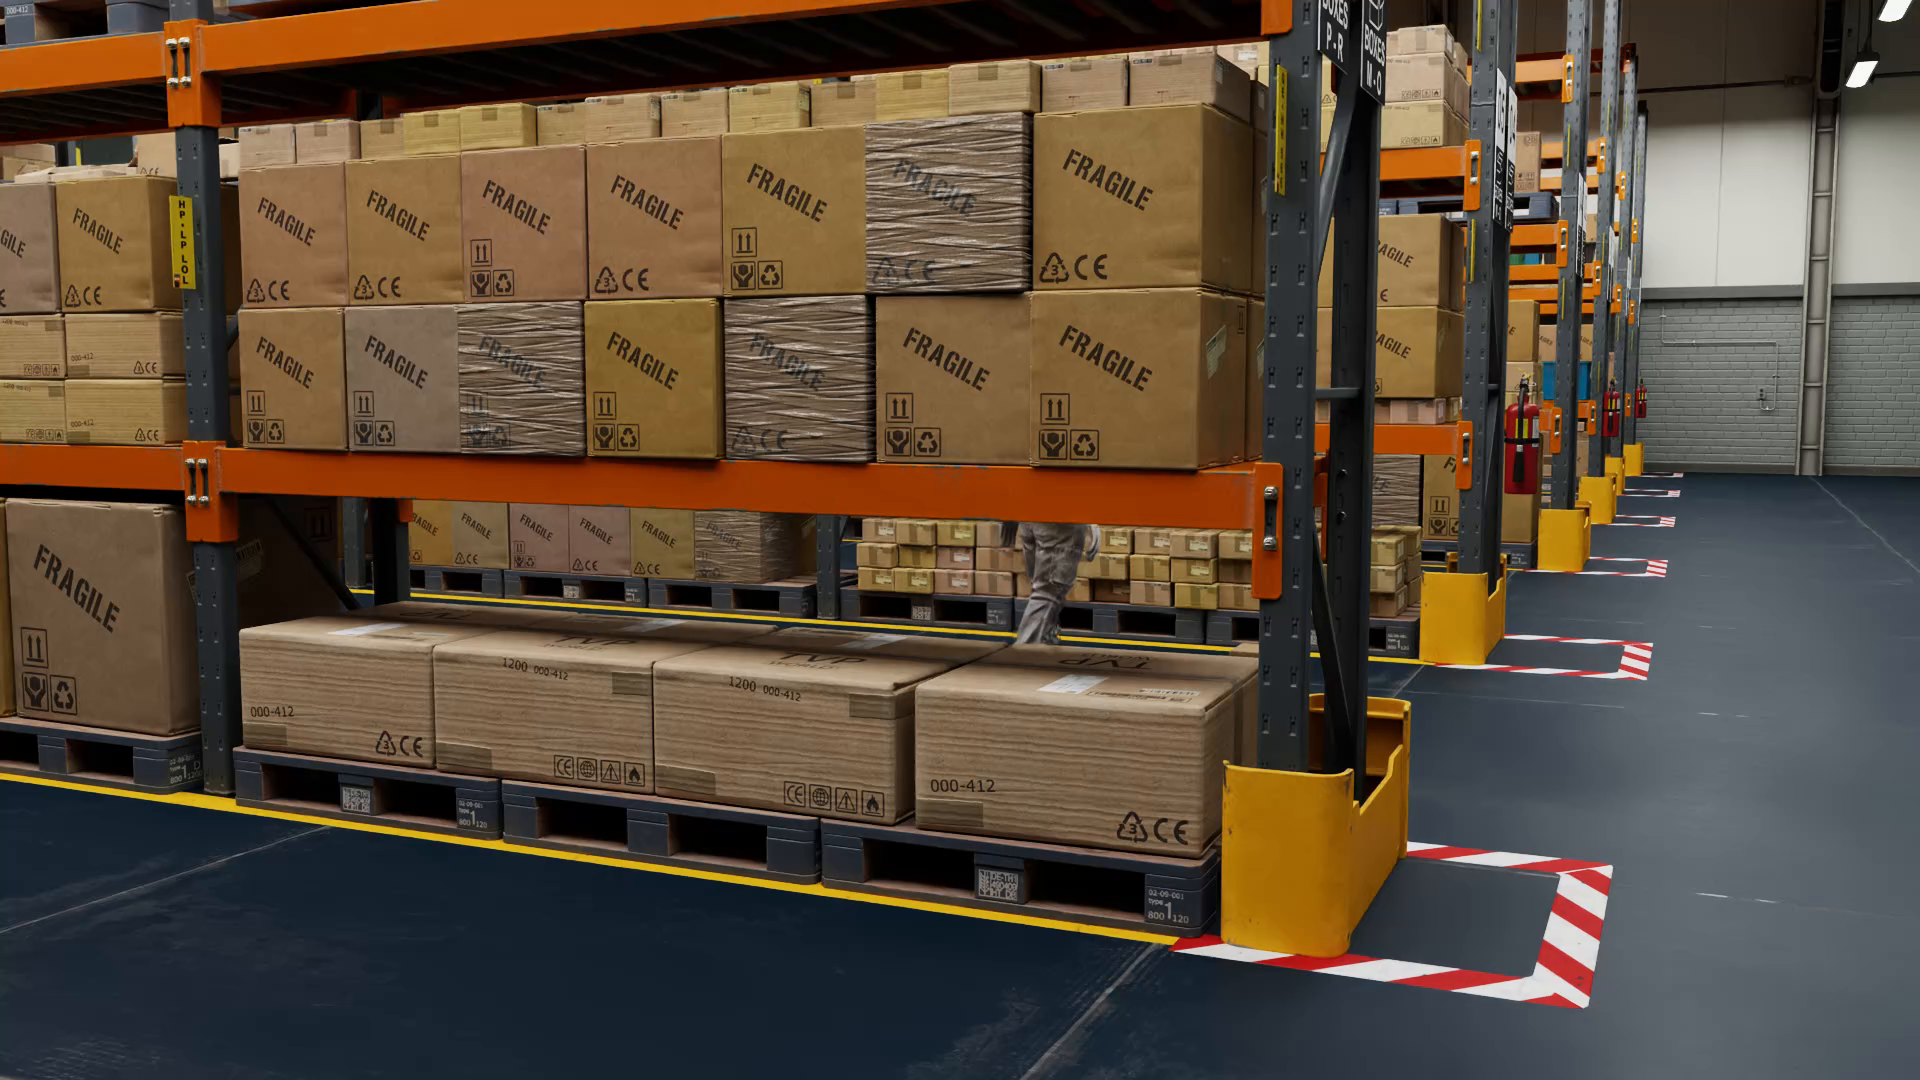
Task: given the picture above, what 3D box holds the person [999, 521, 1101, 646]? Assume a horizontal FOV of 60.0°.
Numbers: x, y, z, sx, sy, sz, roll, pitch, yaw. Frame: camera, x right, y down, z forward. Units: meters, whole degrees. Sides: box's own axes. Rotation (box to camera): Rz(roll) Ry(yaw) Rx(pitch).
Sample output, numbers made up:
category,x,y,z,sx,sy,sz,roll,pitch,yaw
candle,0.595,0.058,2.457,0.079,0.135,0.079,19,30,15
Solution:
category,x,y,z,sx,sy,sz,roll,pitch,yaw
person,0.439,-0.092,7.924,0.596,1.803,0.646,-4,7,-36
